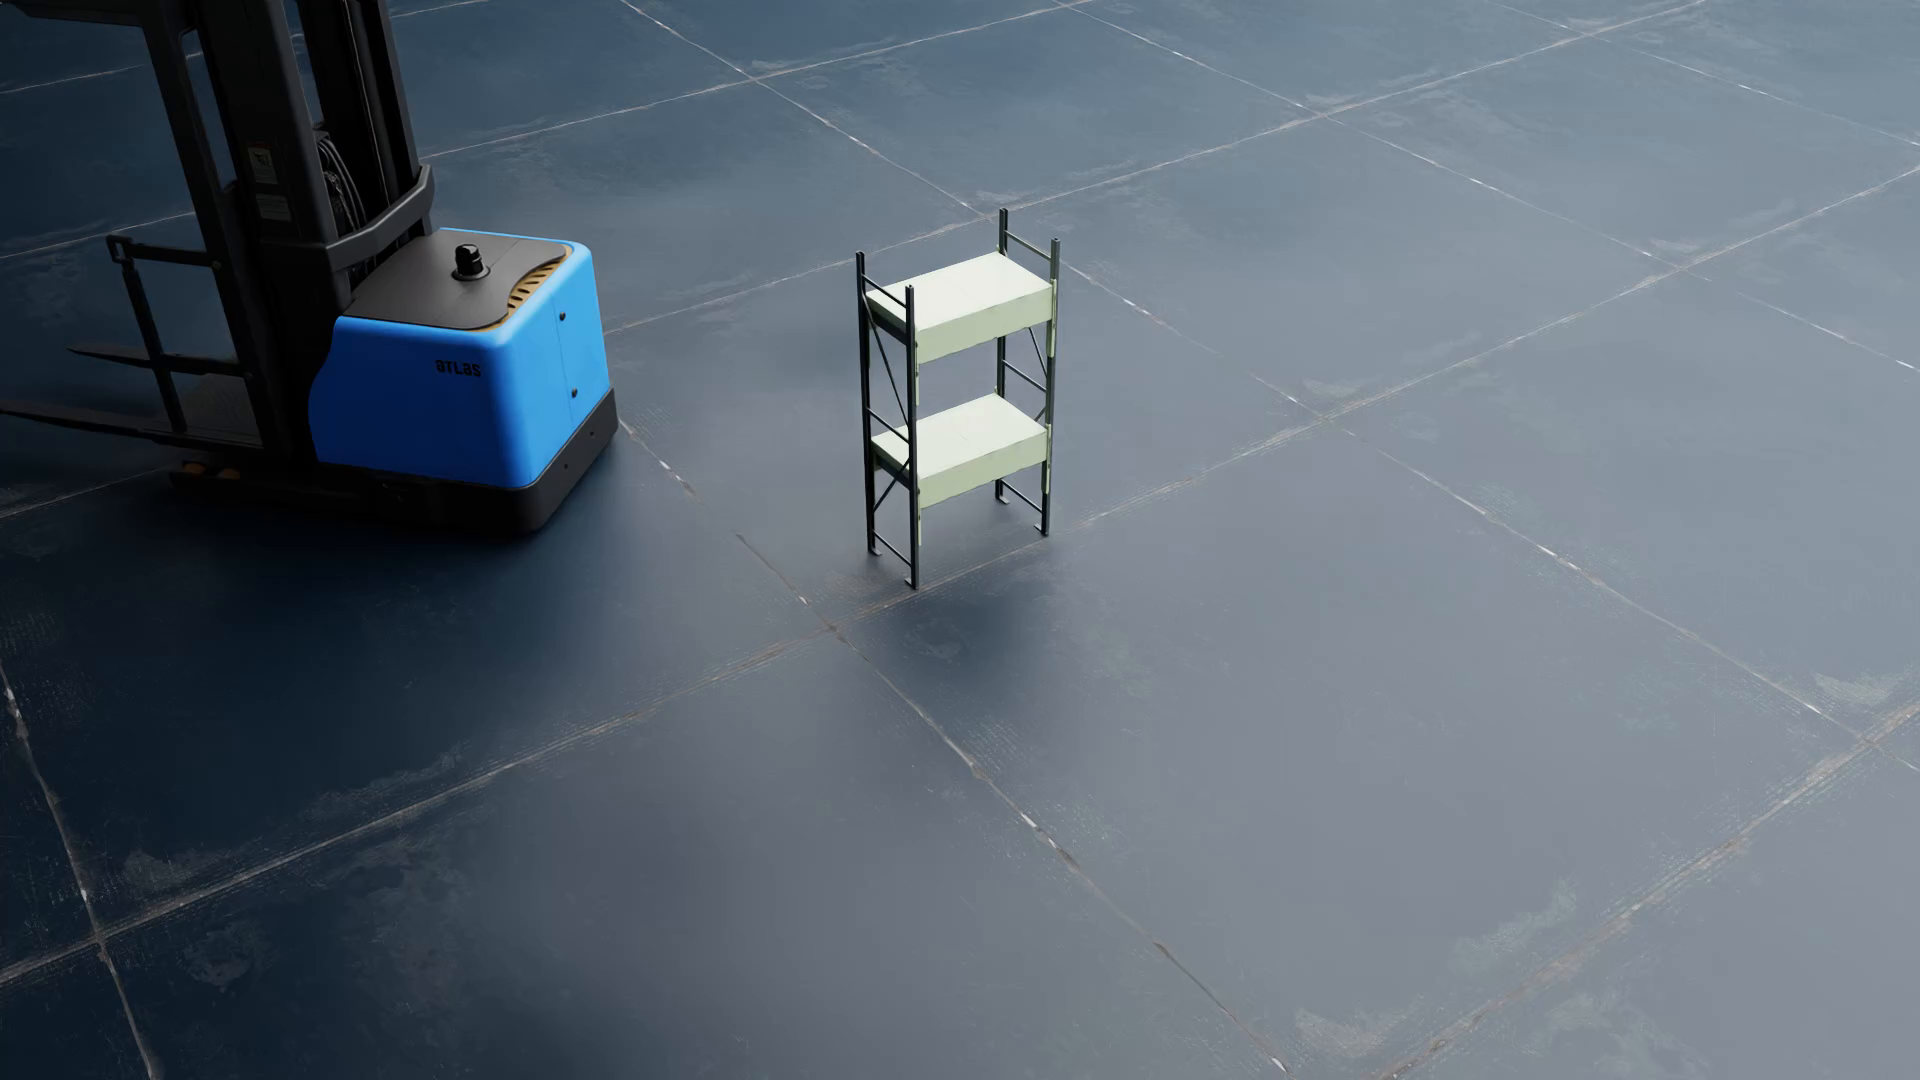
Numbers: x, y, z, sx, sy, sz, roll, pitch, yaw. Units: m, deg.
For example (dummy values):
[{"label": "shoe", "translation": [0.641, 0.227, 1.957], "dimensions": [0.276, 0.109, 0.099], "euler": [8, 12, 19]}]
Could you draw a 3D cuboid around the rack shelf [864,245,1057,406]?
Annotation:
[{"label": "rack shelf", "translation": [-0.005, -0.923, 7.081], "dimensions": [0.720, 0.370, 0.431], "euler": [-22, 41, -28]}]

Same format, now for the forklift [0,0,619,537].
[{"label": "forklift", "translation": [-3.302, -1.655, 7.541], "dimensions": [3.031, 2.935, 1.130], "euler": [8, 36, 11]}]

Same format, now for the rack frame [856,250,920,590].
[{"label": "rack frame", "translation": [-0.305, -0.484, 7.138], "dimensions": [0.023, 1.500, 0.400], "euler": [-22, 41, -28]}]

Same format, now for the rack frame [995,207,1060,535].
[{"label": "rack frame", "translation": [0.294, -0.730, 7.480], "dimensions": [0.023, 1.500, 0.400], "euler": [-22, 41, -28]}]

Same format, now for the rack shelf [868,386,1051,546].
[{"label": "rack shelf", "translation": [-0.005, -0.342, 7.499], "dimensions": [0.720, 0.370, 0.431], "euler": [-22, 41, -28]}]

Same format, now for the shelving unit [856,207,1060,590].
[{"label": "shelving unit", "translation": [-0.005, -0.607, 7.309], "dimensions": [0.755, 1.500, 0.431], "euler": [-22, 41, -28]}]
